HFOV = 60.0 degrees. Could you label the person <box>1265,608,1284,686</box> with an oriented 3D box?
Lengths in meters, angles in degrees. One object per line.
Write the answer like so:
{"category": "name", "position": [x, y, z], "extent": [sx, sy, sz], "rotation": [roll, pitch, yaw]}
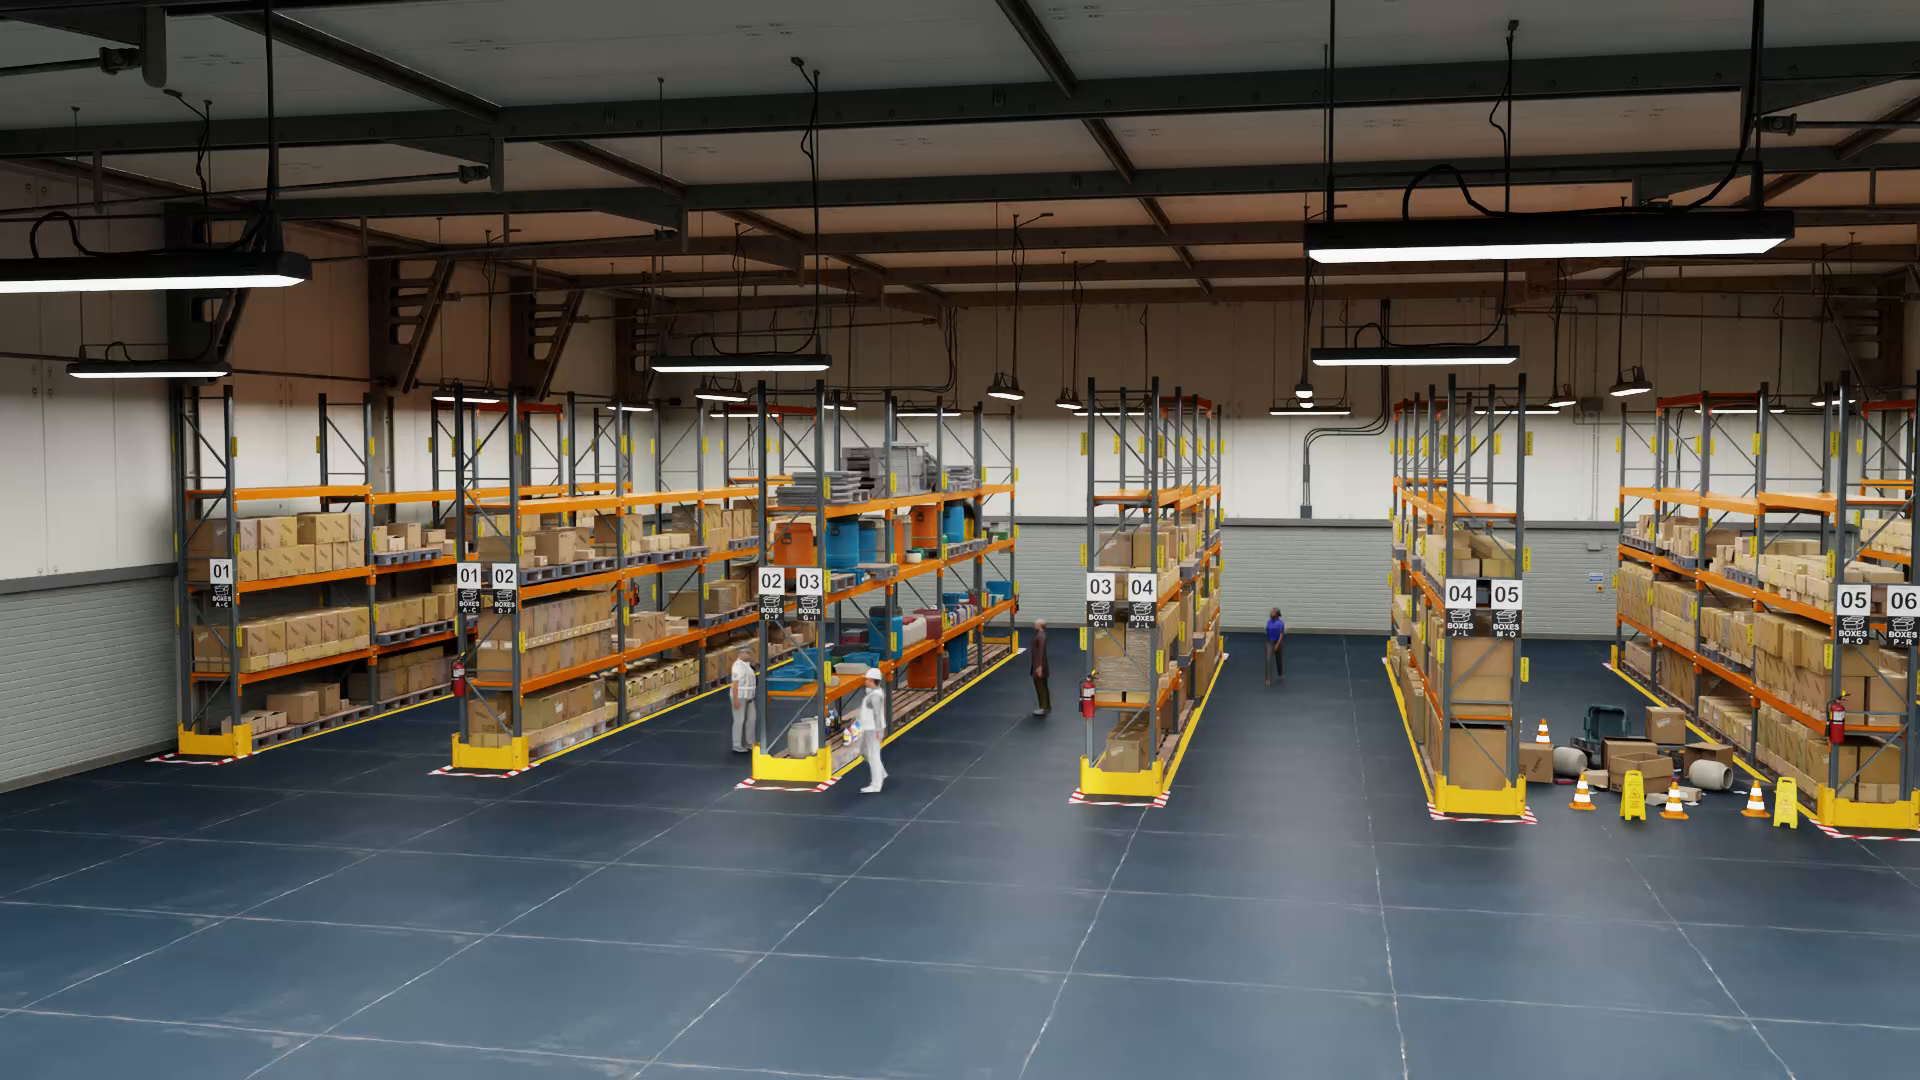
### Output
{"category": "person", "position": [6.636, 2.227, 35.068], "extent": [0.406, 1.602, 0.950], "rotation": [1, 3, 16]}

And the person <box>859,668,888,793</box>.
{"category": "person", "position": [-1.253, 2.742, 24.193], "extent": [0.424, 1.775, 0.593], "rotation": [0, 3, -5]}

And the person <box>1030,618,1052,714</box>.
{"category": "person", "position": [1.519, 2.379, 31.144], "extent": [0.409, 1.824, 0.676], "rotation": [0, 3, 1]}

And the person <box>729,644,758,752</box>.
{"category": "person", "position": [-3.531, 2.610, 27.325], "extent": [0.487, 1.803, 0.590], "rotation": [1, 3, 19]}
